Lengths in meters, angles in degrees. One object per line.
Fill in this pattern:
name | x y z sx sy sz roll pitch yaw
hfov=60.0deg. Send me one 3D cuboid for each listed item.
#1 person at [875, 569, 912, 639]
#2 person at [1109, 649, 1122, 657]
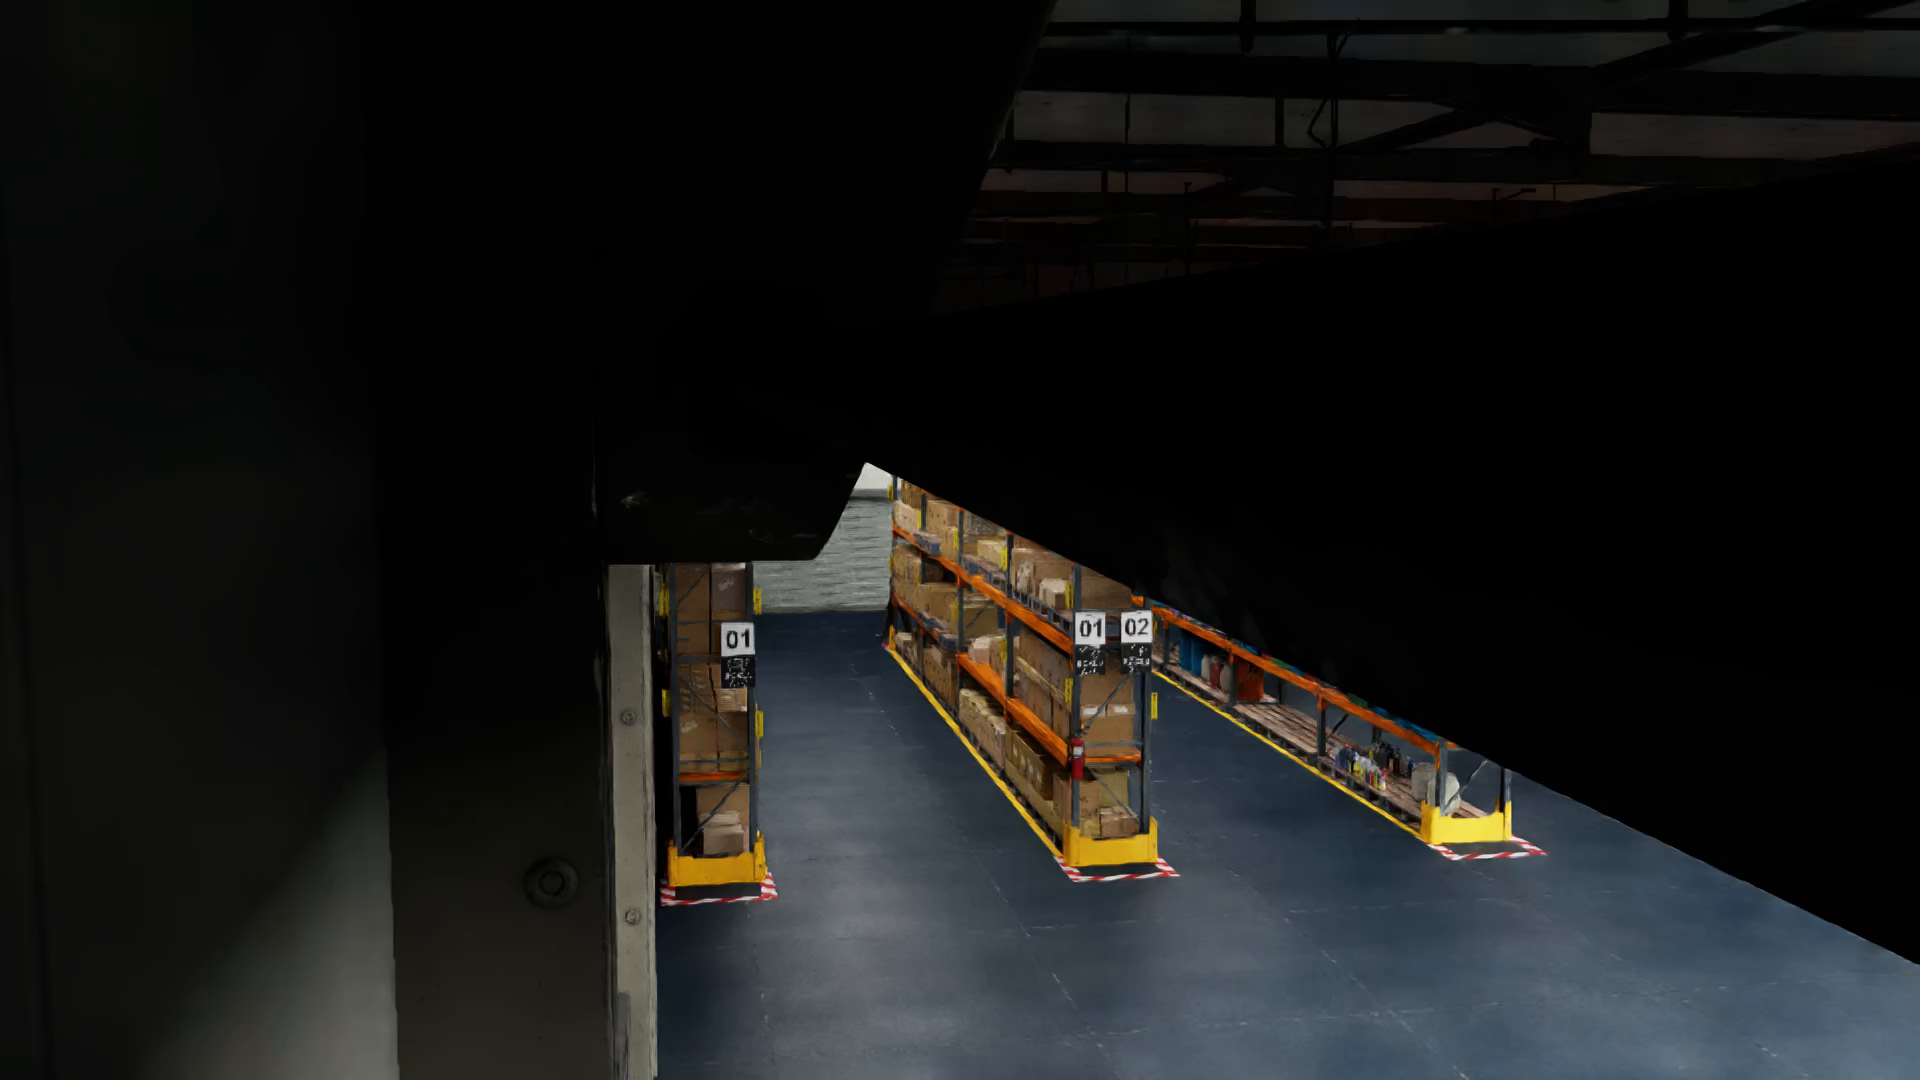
person | -1.441 1.374 37.637 0.743 1.757 0.667 -6 9 -43
person | 3.228 1.774 34.369 0.535 1.657 1.020 0 6 -1
